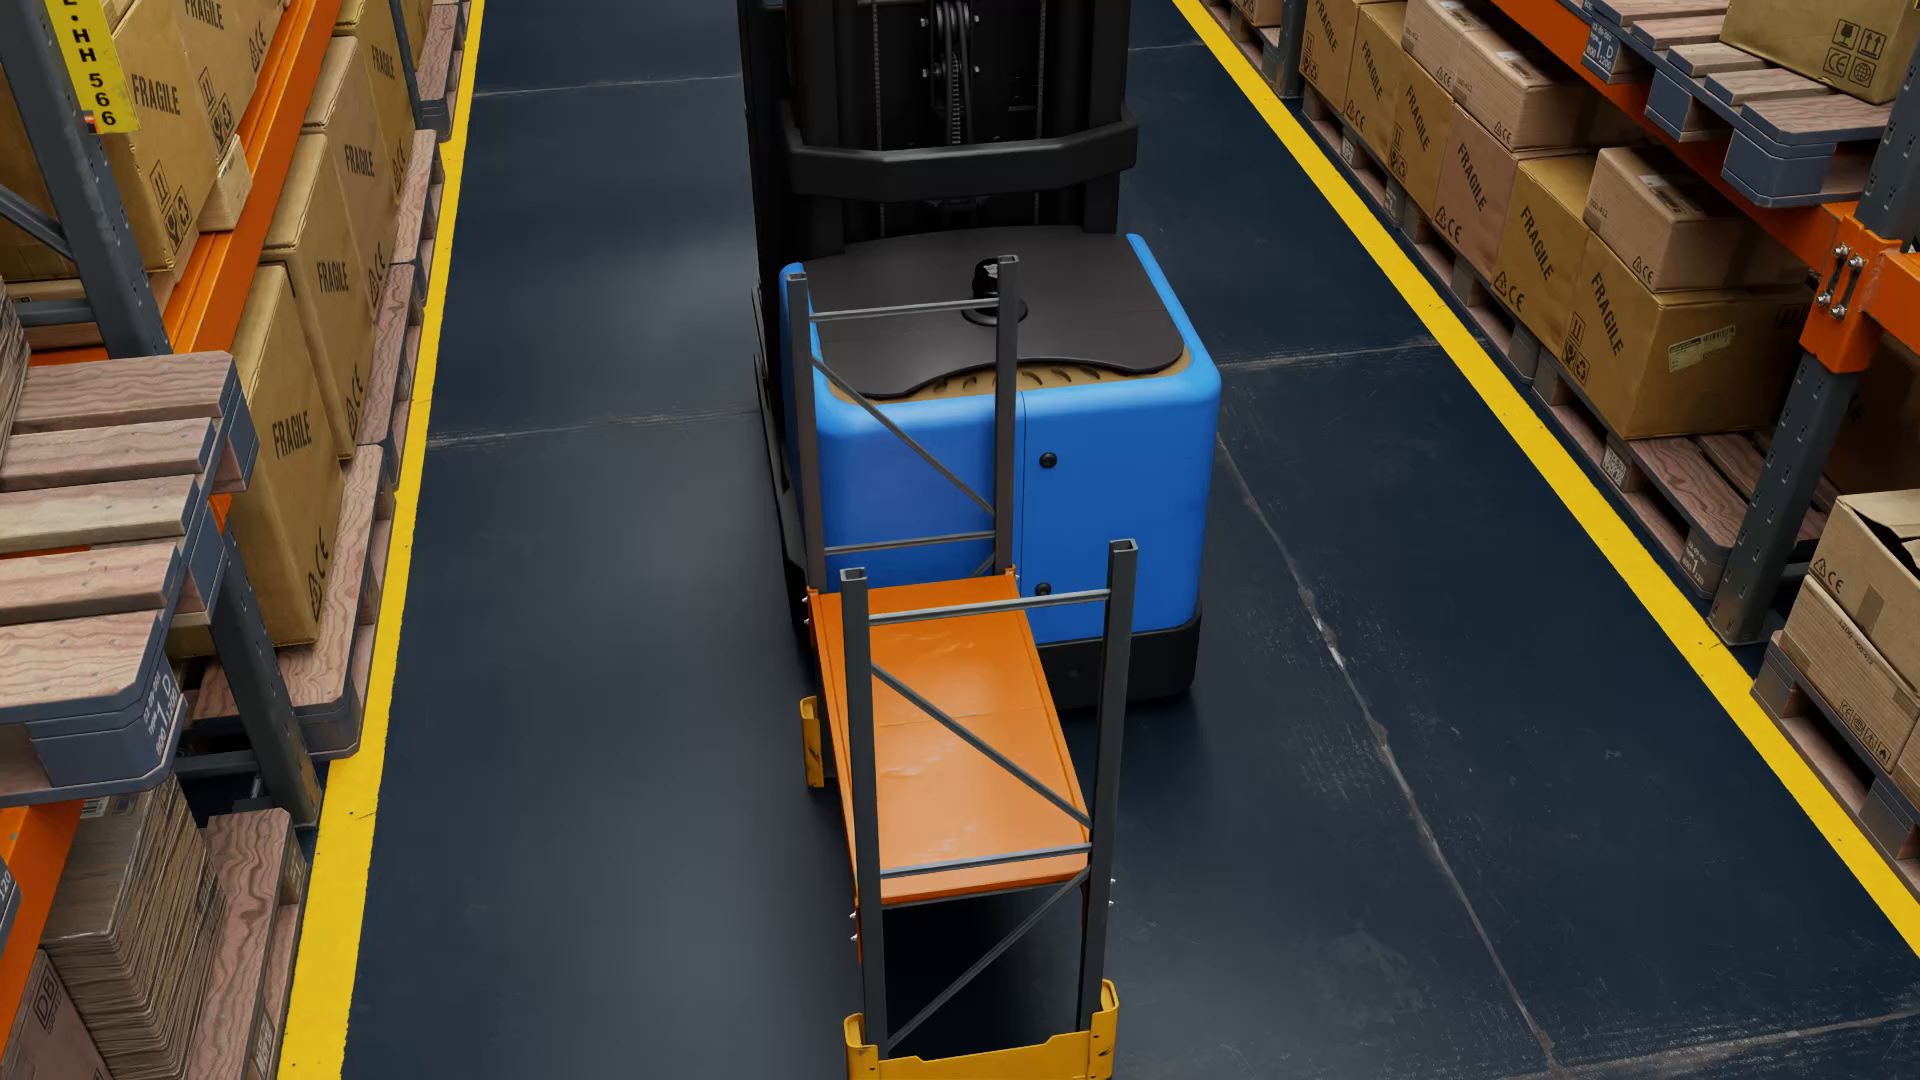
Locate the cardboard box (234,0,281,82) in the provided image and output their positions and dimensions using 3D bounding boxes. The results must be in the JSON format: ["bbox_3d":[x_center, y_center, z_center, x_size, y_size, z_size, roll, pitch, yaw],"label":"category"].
[{"bbox_3d":[-2.163,-1.526,4.429,0.500,0.500,0.500,-6,38,-8],"label":"cardboard box"}]

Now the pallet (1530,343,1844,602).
[{"bbox_3d":[2.622,-0.312,5.479,1.003,0.211,1.213,-6,38,-8],"label":"pallet"}]

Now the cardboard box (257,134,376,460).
[{"bbox_3d":[-2.308,-0.728,5.152,0.750,0.750,0.750,-6,38,-8],"label":"cardboard box"}]

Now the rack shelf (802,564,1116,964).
[{"bbox_3d":[-0.035,0.459,3.730,0.538,0.185,1.000,-6,38,-8],"label":"rack shelf"}]

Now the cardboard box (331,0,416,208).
[{"bbox_3d":[-2.620,-1.777,6.503,0.750,0.750,0.750,-6,38,-7],"label":"cardboard box"}]

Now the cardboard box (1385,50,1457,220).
[{"bbox_3d":[2.044,-1.619,6.567,0.500,0.500,0.500,-6,38,-7],"label":"cardboard box"}]

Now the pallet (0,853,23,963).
[{"bbox_3d":[-1.774,0.844,1.875,1.003,0.211,1.213,-6,38,-8],"label":"pallet"}]

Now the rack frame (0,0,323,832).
[{"bbox_3d":[-2.161,-0.423,3.349,1.000,3.000,0.127,-6,38,-8],"label":"rack frame"}]

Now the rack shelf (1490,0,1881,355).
[{"bbox_3d":[2.365,-1.882,5.814,1.077,0.370,4.000,-6,38,-8],"label":"rack shelf"}]

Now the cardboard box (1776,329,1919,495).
[{"bbox_3d":[2.917,-0.450,5.063,0.500,0.500,0.500,-5,38,-6],"label":"cardboard box"}]

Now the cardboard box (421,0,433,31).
[{"bbox_3d":[-2.977,-2.784,8.084,0.700,0.500,0.500,-7,38,-8],"label":"cardboard box"}]

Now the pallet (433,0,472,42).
[{"bbox_3d":[-3.136,-2.944,8.867,1.003,0.211,1.213,-6,38,-8],"label":"pallet"}]

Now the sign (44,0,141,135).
[{"bbox_3d":[-1.629,-0.913,3.101,0.100,0.325,0.005,-6,38,-8],"label":"sign"}]

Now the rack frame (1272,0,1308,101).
[{"bbox_3d":[2.014,-3.374,7.148,1.000,3.000,0.127,-6,38,-8],"label":"rack frame"}]

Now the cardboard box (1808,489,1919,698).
[{"bbox_3d":[2.518,0.088,4.133,0.500,0.311,0.500,-5,38,-6],"label":"cardboard box"}]

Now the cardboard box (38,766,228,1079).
[{"bbox_3d":[-1.984,0.820,3.429,0.700,0.500,0.500,-6,38,-7],"label":"cardboard box"}]

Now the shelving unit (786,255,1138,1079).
[{"bbox_3d":[-0.037,0.312,3.626,0.587,1.500,1.083,-6,38,-8],"label":"shelving unit"}]

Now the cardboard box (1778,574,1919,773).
[{"bbox_3d":[2.518,0.310,4.305,0.500,0.250,0.500,-6,38,-8],"label":"cardboard box"}]

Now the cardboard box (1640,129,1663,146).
[{"bbox_3d":[2.640,-1.384,6.265,0.500,0.500,0.500,-7,38,-9],"label":"cardboard box"}]

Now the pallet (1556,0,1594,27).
[{"bbox_3d":[2.370,-2.056,5.608,1.003,0.211,1.213,-6,38,-8],"label":"pallet"}]

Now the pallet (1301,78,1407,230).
[{"bbox_3d":[2.194,-1.786,7.376,1.003,0.211,1.213,-6,38,-8],"label":"pallet"}]

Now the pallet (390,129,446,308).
[{"bbox_3d":[-2.653,-1.280,6.725,1.003,0.211,1.213,-6,38,-8],"label":"pallet"}]

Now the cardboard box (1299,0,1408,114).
[{"bbox_3d":[1.859,-2.242,7.370,0.500,0.500,0.500,-8,39,-10],"label":"cardboard box"}]

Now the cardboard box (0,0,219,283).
[{"bbox_3d":[-1.994,-0.909,3.634,0.500,0.500,0.500,-5,38,-7],"label":"cardboard box"}]

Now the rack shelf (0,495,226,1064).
[{"bbox_3d":[-1.810,1.069,2.015,1.077,0.370,4.000,-6,38,-8],"label":"rack shelf"}]

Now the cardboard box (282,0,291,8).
[{"bbox_3d":[-2.345,-1.802,5.313,0.380,0.149,0.250,-7,38,-9],"label":"cardboard box"}]

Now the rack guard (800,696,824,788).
[{"bbox_3d":[-0.121,0.504,4.398,0.587,0.250,0.087,-6,38,-8],"label":"rack guard"}]

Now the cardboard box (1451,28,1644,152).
[{"bbox_3d":[2.123,-1.631,5.973,0.500,0.250,0.500,-7,38,-9],"label":"cardboard box"}]

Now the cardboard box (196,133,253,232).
[{"bbox_3d":[-1.990,-0.878,4.124,0.380,0.149,0.250,-5,38,-7],"label":"cardboard box"}]

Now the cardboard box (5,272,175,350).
[{"bbox_3d":[-1.991,-0.555,3.708,0.380,0.149,0.250,-7,38,-9],"label":"cardboard box"}]

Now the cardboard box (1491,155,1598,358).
[{"bbox_3d":[2.230,-0.997,5.767,0.500,0.500,0.500,-8,38,-10],"label":"cardboard box"}]

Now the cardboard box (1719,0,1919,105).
[{"bbox_3d":[2.494,-1.532,4.353,0.700,0.500,0.500,-19,42,-23],"label":"cardboard box"}]

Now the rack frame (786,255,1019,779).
[{"bbox_3d":[-0.121,0.010,4.015,0.500,1.500,0.032,-6,38,-8],"label":"rack frame"}]

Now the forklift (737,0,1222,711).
[{"bbox_3d":[-0.112,-1.538,4.840,1.130,2.935,3.031,-6,38,-8],"label":"forklift"}]

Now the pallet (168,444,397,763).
[{"bbox_3d":[-2.225,0.194,4.828,1.003,0.211,1.213,-6,38,-8],"label":"pallet"}]
